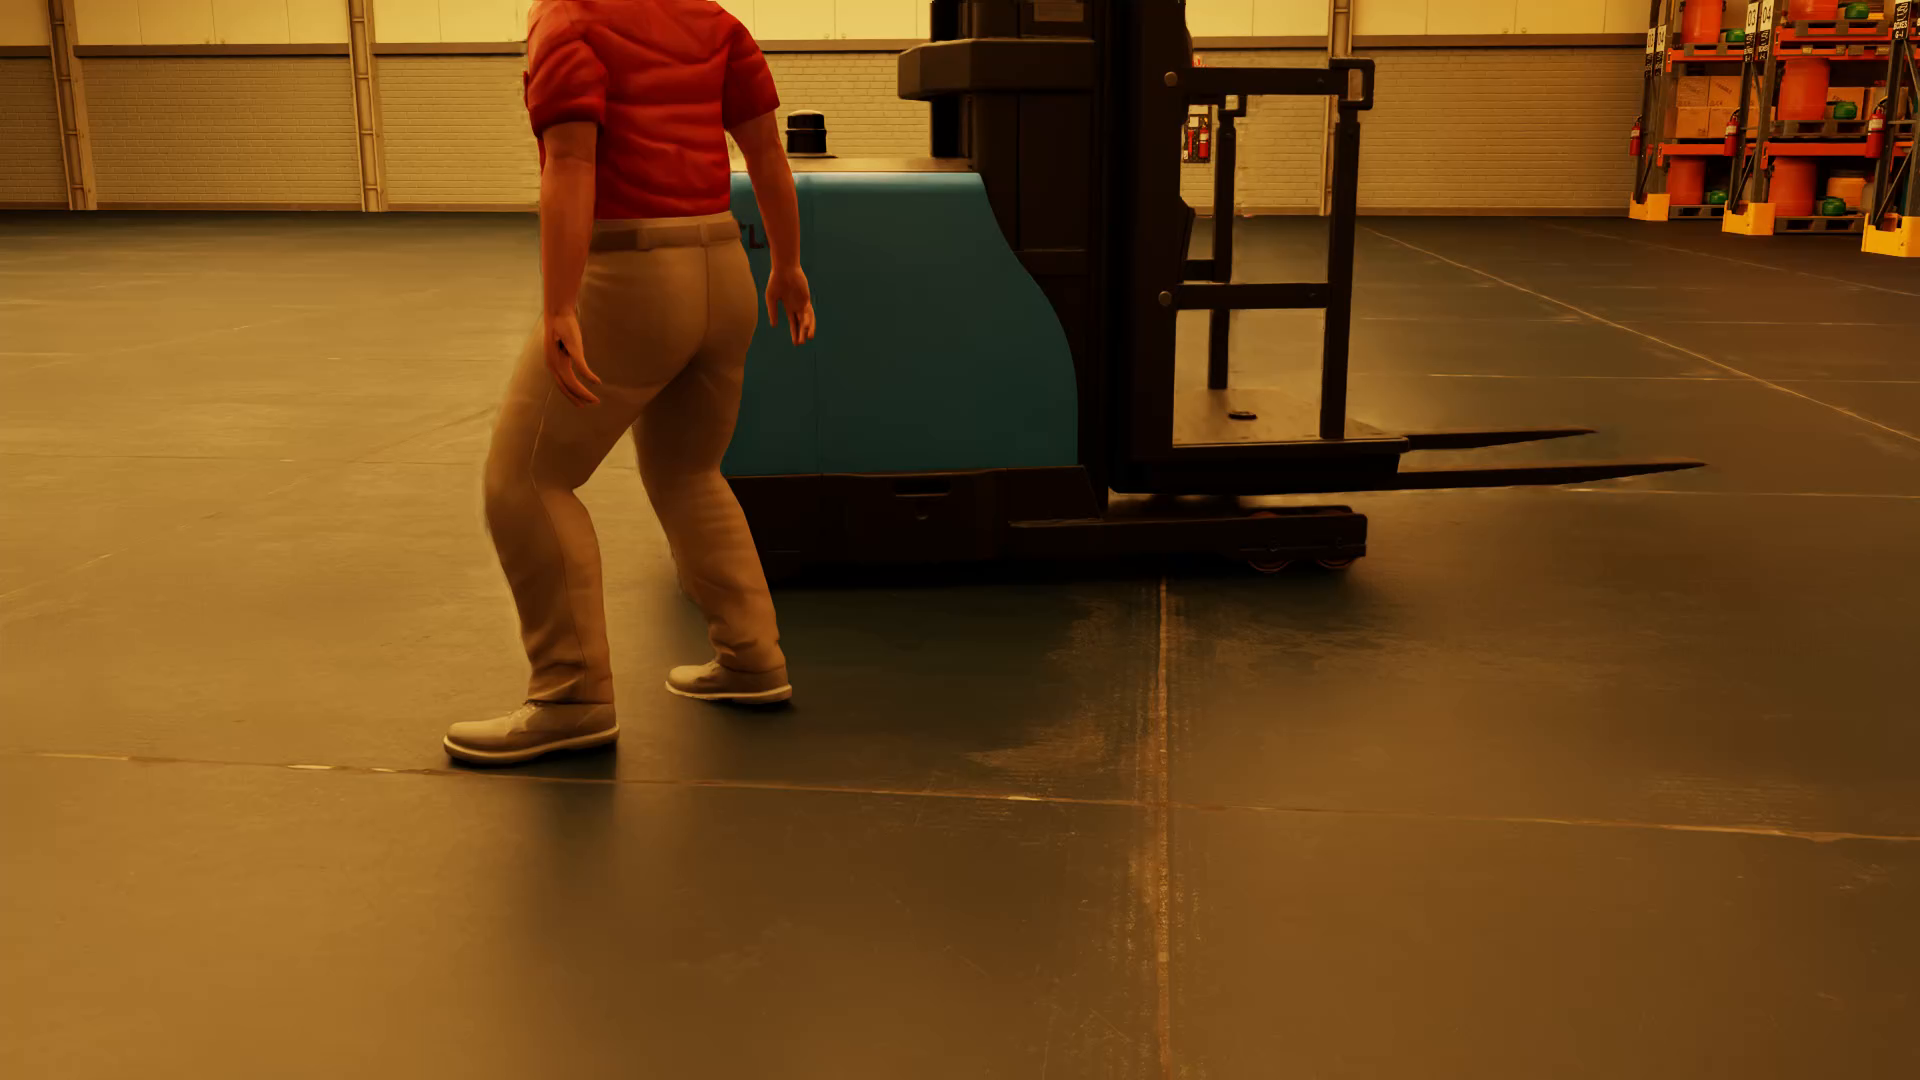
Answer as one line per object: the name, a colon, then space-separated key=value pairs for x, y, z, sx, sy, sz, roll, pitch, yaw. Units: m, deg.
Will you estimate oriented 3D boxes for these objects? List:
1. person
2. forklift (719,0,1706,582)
person: x=-0.616 y=-0.457 z=3.239 sx=0.416 sy=1.702 sz=0.876 roll=8 pitch=15 yaw=30
forklift: x=0.673 y=-1.455 z=4.730 sx=3.031 sy=2.935 sz=1.130 roll=-2 pitch=13 yaw=-9
